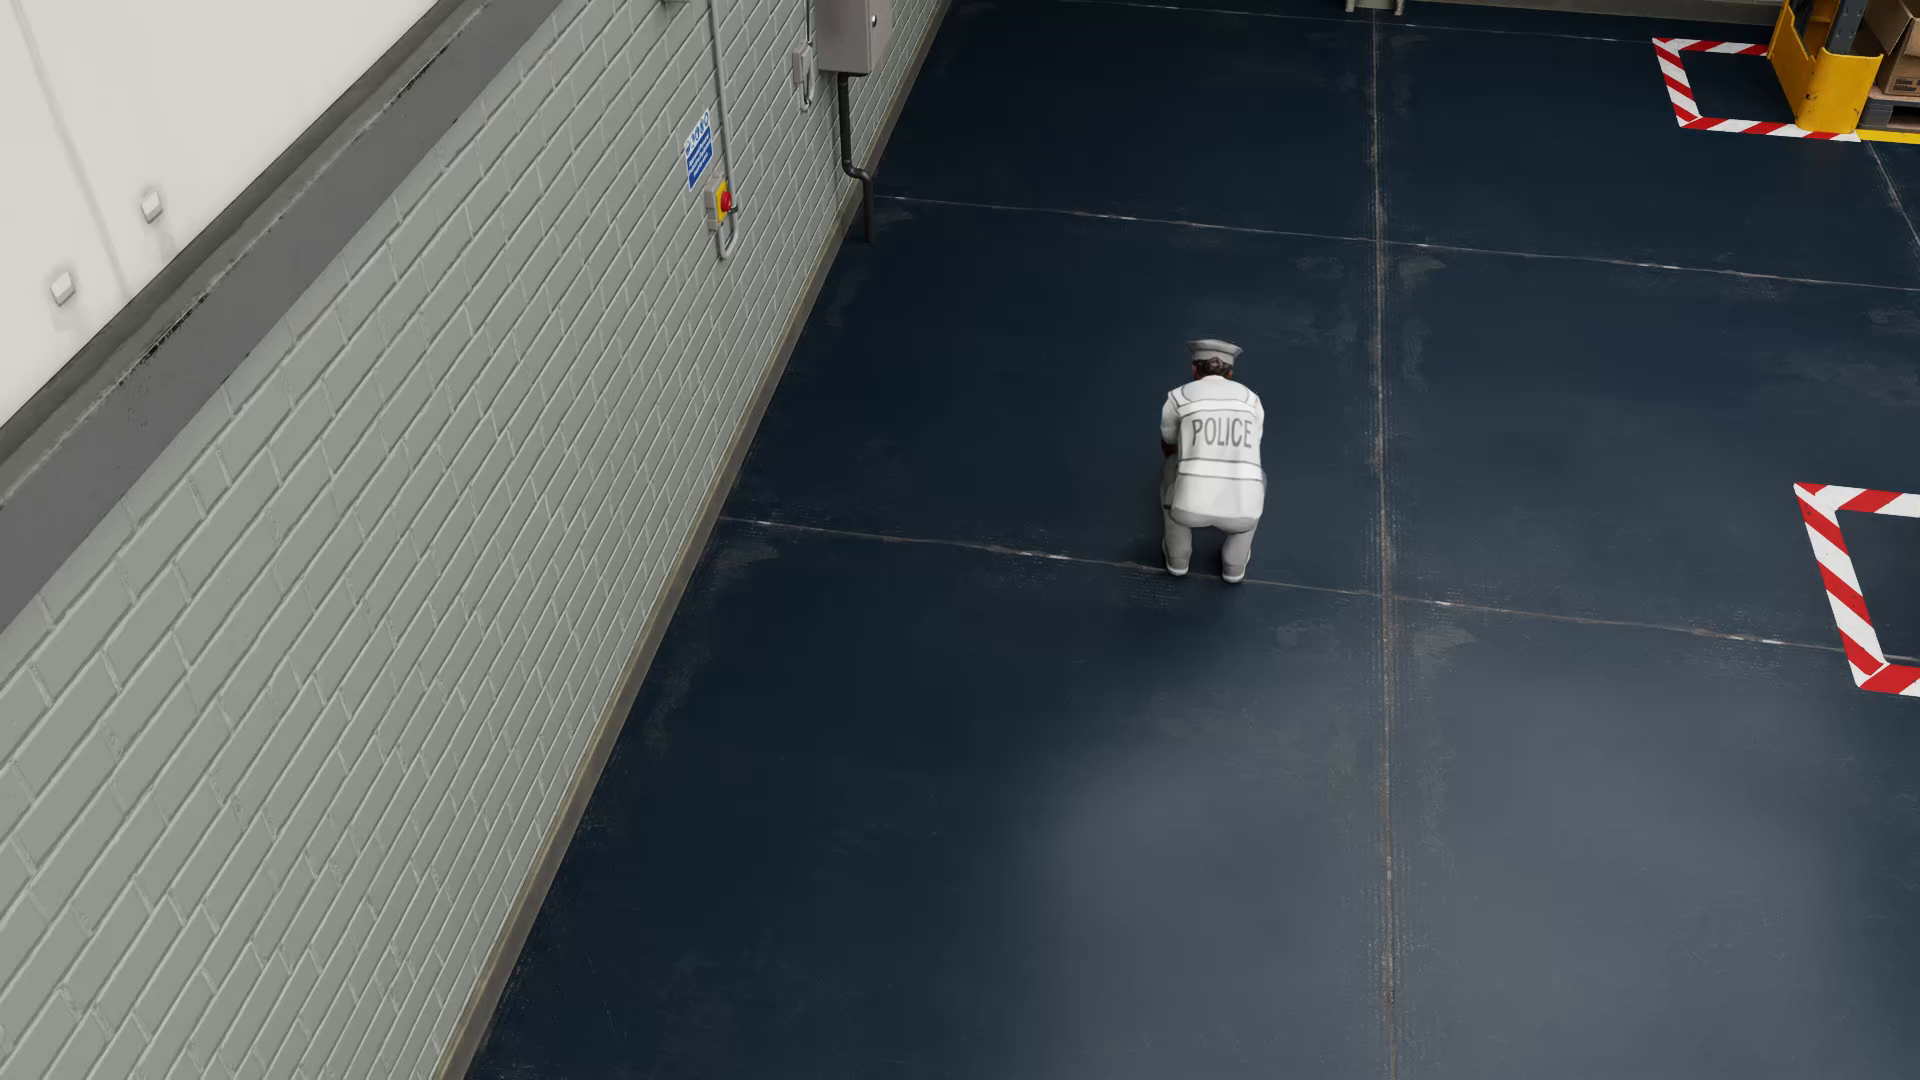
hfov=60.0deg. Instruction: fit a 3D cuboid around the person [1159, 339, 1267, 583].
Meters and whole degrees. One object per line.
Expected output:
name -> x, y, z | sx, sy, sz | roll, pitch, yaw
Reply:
person -> 1.090, -0.336, 7.150 | 0.484, 0.885, 0.867 | 7, 41, 8
